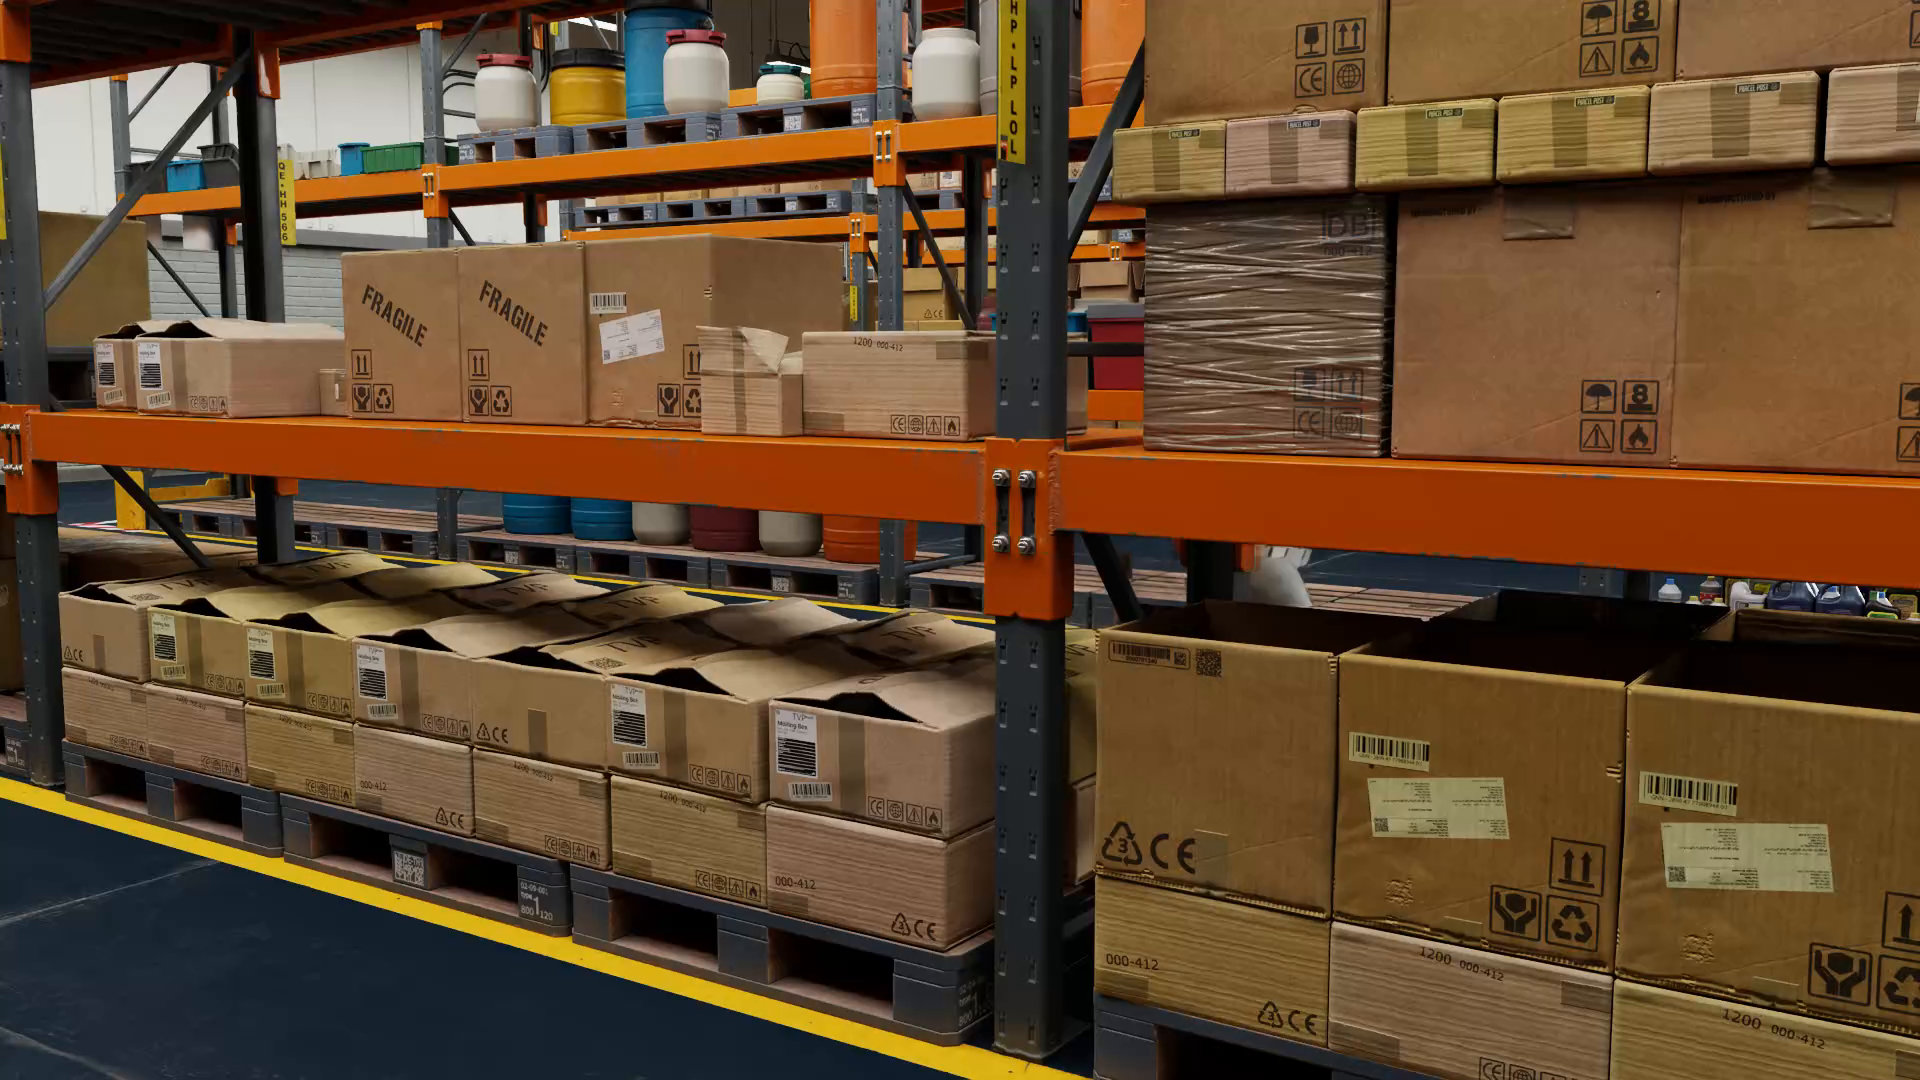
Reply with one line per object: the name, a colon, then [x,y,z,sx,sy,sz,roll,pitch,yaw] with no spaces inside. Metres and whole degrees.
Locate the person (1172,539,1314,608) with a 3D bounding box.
person: [1.040,0.062,5.682,0.901,1.568,0.601,4,7,29]
